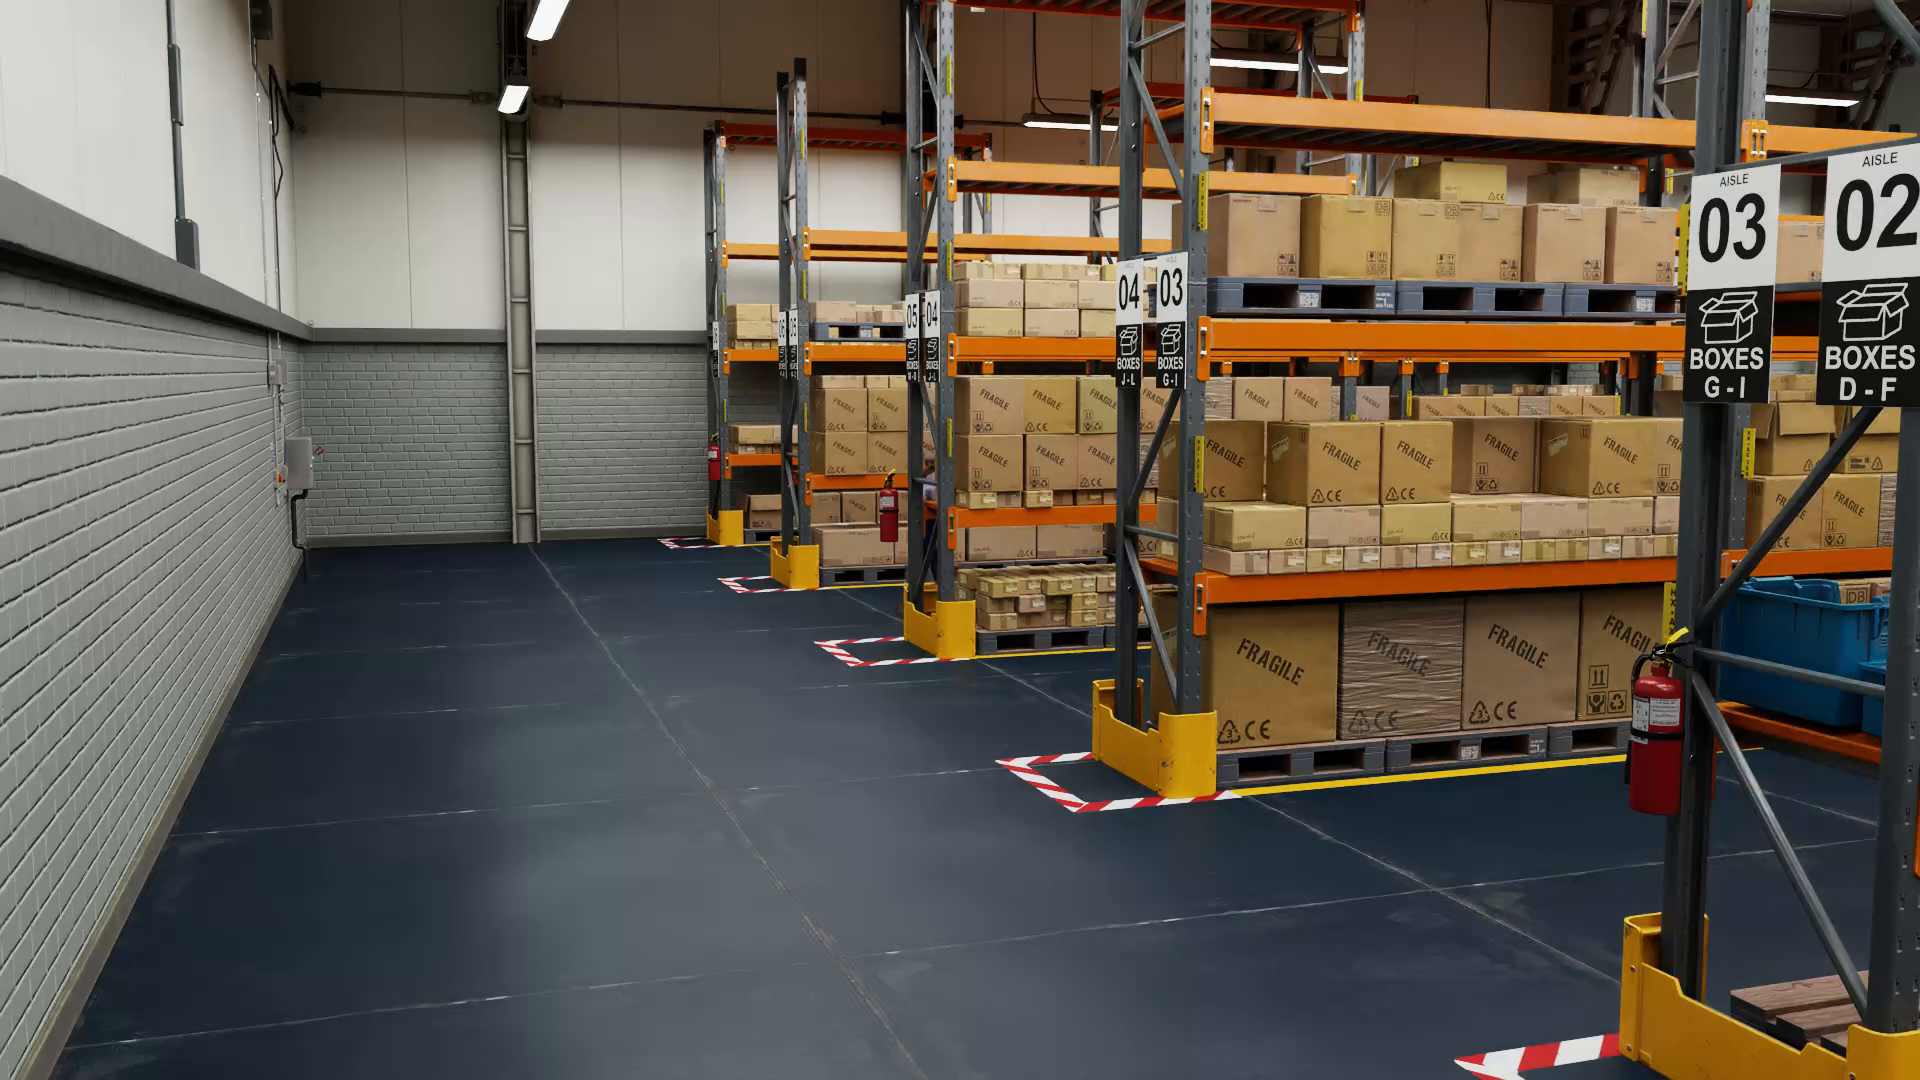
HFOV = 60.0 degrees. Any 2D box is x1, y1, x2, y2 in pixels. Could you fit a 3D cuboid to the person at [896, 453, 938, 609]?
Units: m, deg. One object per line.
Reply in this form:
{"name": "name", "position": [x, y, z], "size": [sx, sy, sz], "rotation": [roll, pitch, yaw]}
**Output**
{"name": "person", "position": [-0.372, -0.069, 17.085], "size": [0.501, 1.652, 0.588], "rotation": [-3, 7, -28]}
